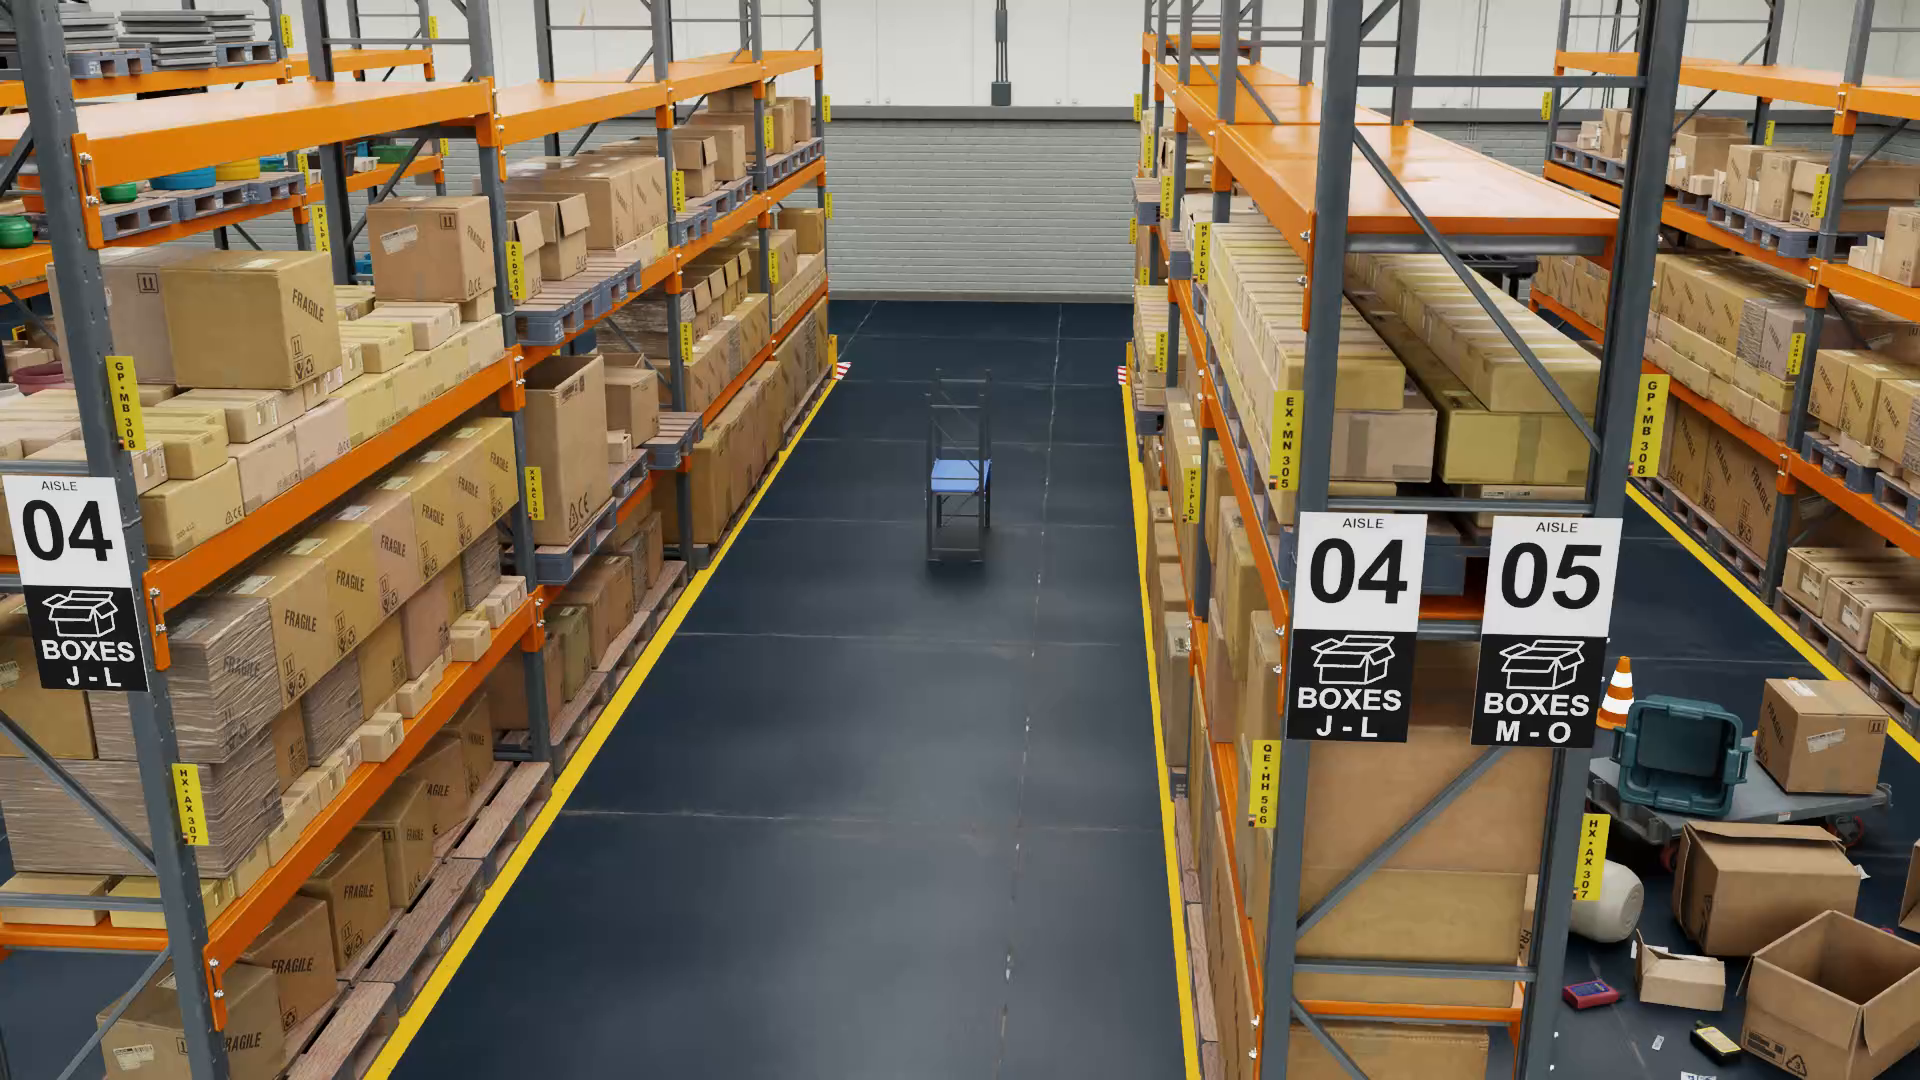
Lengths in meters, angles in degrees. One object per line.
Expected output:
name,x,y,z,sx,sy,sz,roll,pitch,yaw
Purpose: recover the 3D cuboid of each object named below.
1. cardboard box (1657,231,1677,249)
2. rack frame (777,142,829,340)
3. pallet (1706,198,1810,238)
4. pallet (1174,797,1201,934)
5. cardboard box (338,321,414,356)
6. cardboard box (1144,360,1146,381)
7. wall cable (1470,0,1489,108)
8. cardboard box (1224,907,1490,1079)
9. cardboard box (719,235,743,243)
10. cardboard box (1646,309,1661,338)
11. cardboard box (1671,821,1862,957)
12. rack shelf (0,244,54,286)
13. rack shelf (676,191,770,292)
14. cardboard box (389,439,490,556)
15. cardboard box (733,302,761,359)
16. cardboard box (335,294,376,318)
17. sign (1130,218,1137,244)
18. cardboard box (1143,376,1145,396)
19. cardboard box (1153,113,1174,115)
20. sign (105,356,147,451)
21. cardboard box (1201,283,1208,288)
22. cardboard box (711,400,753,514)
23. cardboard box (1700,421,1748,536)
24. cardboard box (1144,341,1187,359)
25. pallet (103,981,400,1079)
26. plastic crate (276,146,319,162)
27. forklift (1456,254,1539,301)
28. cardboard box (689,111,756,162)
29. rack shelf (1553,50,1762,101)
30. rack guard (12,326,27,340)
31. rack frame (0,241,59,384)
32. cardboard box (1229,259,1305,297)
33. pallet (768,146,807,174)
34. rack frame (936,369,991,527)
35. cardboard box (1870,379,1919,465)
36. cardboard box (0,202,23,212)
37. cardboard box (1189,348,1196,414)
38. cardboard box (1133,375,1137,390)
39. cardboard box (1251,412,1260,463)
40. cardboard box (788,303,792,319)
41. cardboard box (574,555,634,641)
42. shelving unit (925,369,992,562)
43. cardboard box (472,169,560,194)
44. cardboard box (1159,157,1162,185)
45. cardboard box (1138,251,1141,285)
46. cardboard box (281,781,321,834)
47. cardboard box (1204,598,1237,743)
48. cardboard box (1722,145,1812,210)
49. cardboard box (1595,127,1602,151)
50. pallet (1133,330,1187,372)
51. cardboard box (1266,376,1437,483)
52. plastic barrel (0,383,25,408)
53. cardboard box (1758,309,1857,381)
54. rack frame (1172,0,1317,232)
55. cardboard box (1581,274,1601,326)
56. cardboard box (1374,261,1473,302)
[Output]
cardboard box,7.089,-3.071,16.997,0.380,0.149,0.250,1,18,3
rack frame,-2.214,-3.601,21.423,1.000,3.000,0.127,1,18,4
pallet,7.168,-2.779,14.401,1.003,0.211,1.213,2,18,6
pallet,1.734,1.828,9.334,1.003,0.211,1.213,1,18,4
cardboard box,-2.937,-0.985,8.221,0.380,0.149,0.250,2,18,6
cardboard box,1.752,-1.442,14.086,0.380,0.149,0.250,2,18,6
wall cable,7.798,-8.004,25.224,0.463,3.000,0.029,1,18,4
cardboard box,1.562,2.108,6.736,0.875,0.875,0.875,1,18,4
cardboard box,-2.694,-3.089,18.420,0.500,0.500,0.500,1,18,4
cardboard box,7.071,-2.173,16.504,0.500,0.250,0.500,1,18,2
cardboard box,4.183,1.819,8.674,0.797,0.637,0.503,1,18,4
rack shelf,-7.871,-1.689,11.926,1.077,0.370,4.000,1,18,4
rack shelf,-2.644,-2.821,15.380,1.077,0.370,4.000,1,18,4
cardboard box,-2.866,-0.237,8.912,0.500,0.500,0.500,1,18,4
cardboard box,-2.304,-2.101,16.685,0.500,0.500,0.500,2,18,6
cardboard box,-3.356,-1.239,8.999,0.380,0.149,0.250,0,18,1
sign,2.185,-3.882,20.891,0.100,0.325,0.005,1,18,4
cardboard box,1.749,-1.295,14.114,0.380,0.149,0.250,1,18,4
cardboard box,2.416,-4.825,19.139,0.380,0.149,0.250,2,18,5
sign,-2.819,-0.460,5.617,0.100,0.325,0.005,1,18,4
cardboard box,1.735,-1.722,10.275,0.500,0.250,0.500,1,18,3
cardboard box,-2.645,-0.797,15.602,1.225,0.875,0.875,1,18,4
cardboard box,7.298,-0.575,14.924,0.875,0.875,0.875,2,18,5
cardboard box,1.751,-1.578,14.021,0.380,0.149,0.250,1,18,3
pallet,-3.262,2.418,7.531,1.003,0.211,1.213,1,18,4
plastic crate,-7.621,-4.399,19.232,0.437,0.282,0.530,1,18,4
forklift,4.679,-1.672,15.647,1.130,2.935,3.031,2,18,5
cardboard box,-2.504,-4.323,17.813,0.700,0.500,0.500,0,18,1
rack shelf,7.528,-5.078,18.092,1.077,0.370,4.000,1,18,4
rack guard,-12.100,-2.612,22.418,1.175,0.500,0.348,1,18,4
rack frame,-7.727,-1.227,14.177,1.000,3.000,0.127,1,18,4
cardboard box,1.411,-1.163,7.453,0.380,0.149,0.250,1,18,4
pallet,-2.341,-4.374,19.106,1.003,0.211,1.213,1,18,4
rack frame,0.030,-0.844,15.417,0.500,1.500,0.032,1,18,4
cardboard box,6.773,-0.822,11.628,0.500,0.500,0.500,2,18,5
cardboard box,-11.920,-3.884,20.518,0.500,0.500,0.500,2,18,5
cardboard box,2.076,-1.201,12.331,0.700,0.500,0.500,1,18,3
cardboard box,2.294,-1.911,20.168,0.380,0.149,0.250,2,18,5
cardboard box,1.320,-0.390,6.375,0.380,0.149,0.250,1,18,4
cardboard box,-2.093,-2.569,18.676,0.380,0.149,0.250,1,18,2
cardboard box,-2.876,0.420,12.460,0.700,0.500,0.500,3,18,9
shelving unit,-0.006,-0.686,14.936,0.538,1.500,1.048,1,18,4
cardboard box,-3.146,-2.373,11.894,0.500,0.500,0.500,1,18,2
cardboard box,2.167,-3.531,15.859,0.500,0.311,0.500,1,18,3
cardboard box,2.358,-3.196,19.548,0.500,0.500,0.500,2,18,5
cardboard box,-3.035,1.172,7.260,0.380,0.149,0.250,1,18,4
cardboard box,1.679,0.648,8.214,0.875,0.550,0.550,1,18,4
cardboard box,6.935,-3.122,14.307,0.500,0.500,0.500,1,18,4
cardboard box,7.514,-4.546,18.798,0.500,0.311,0.500,2,18,5
pallet,2.240,-1.891,16.513,1.003,0.211,1.213,1,18,4
cardboard box,1.336,-0.390,5.735,0.500,0.250,0.500,2,18,5
plastic barrel,-7.588,-0.956,13.170,0.421,0.512,0.421,0,18,0
cardboard box,6.874,-1.584,13.501,0.500,0.500,0.500,1,18,2
rack frame,2.153,-3.825,12.472,1.000,3.000,0.127,1,18,4
cardboard box,7.215,-2.651,18.363,0.500,0.500,0.500,1,18,3
cardboard box,2.067,-1.151,7.417,0.380,0.149,0.250,1,18,3
